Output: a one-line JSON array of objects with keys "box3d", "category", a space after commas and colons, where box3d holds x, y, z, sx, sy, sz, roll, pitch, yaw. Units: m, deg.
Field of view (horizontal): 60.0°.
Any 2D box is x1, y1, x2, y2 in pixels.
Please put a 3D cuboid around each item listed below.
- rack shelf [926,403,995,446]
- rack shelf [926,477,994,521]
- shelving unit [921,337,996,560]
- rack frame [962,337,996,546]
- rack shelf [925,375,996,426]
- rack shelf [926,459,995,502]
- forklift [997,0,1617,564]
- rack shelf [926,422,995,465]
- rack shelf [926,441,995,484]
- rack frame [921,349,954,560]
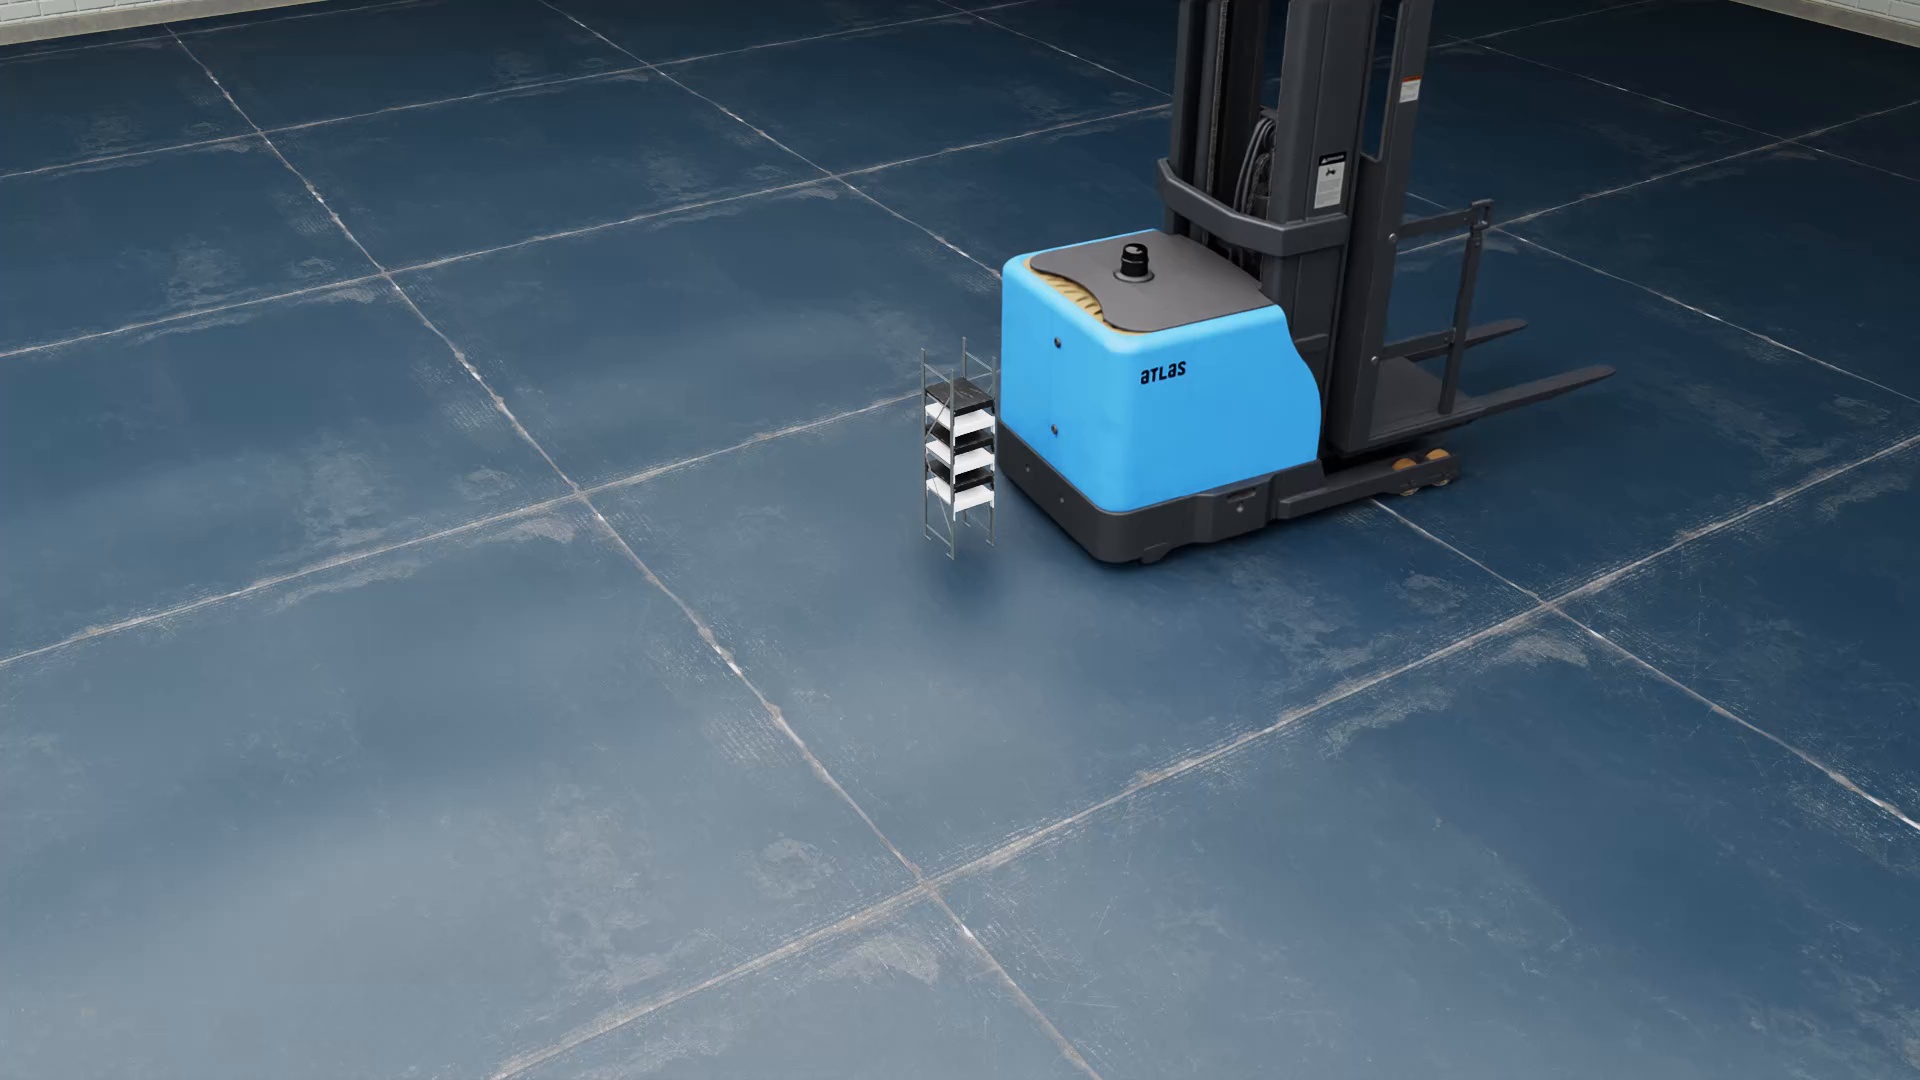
[{"box3d": [-0.007, -0.502, 6.928, 0.200, 0.077, 0.258, -19, 37, -27], "category": "rack shelf"}, {"box3d": [-0.007, -0.198, 7.120, 0.200, 0.077, 0.258, -19, 37, -27], "category": "rack shelf"}, {"box3d": [-0.007, -0.378, 7.006, 0.210, 0.900, 0.258, -19, 37, -27], "category": "shelving unit"}, {"box3d": [0.079, -0.408, 7.053, 0.006, 0.900, 0.240, -19, 37, -27], "category": "rack frame"}, {"box3d": [-0.007, -0.578, 6.880, 0.200, 0.077, 0.258, -19, 37, -27], "category": "rack shelf"}, {"box3d": [-0.007, -0.274, 7.072, 0.200, 0.077, 0.258, -19, 37, -27], "category": "rack shelf"}, {"box3d": [1.721, -1.677, 7.161, 3.031, 2.935, 1.130, -15, 35, -22], "category": "forklift"}, {"box3d": [-0.007, -0.426, 6.976, 0.200, 0.077, 0.258, -19, 37, -27], "category": "rack shelf"}, {"box3d": [-0.007, -0.350, 7.024, 0.200, 0.077, 0.258, -19, 37, -27], "category": "rack shelf"}, {"box3d": [-0.092, -0.349, 6.960, 0.006, 0.900, 0.240, -19, 37, -27], "category": "rack frame"}]
